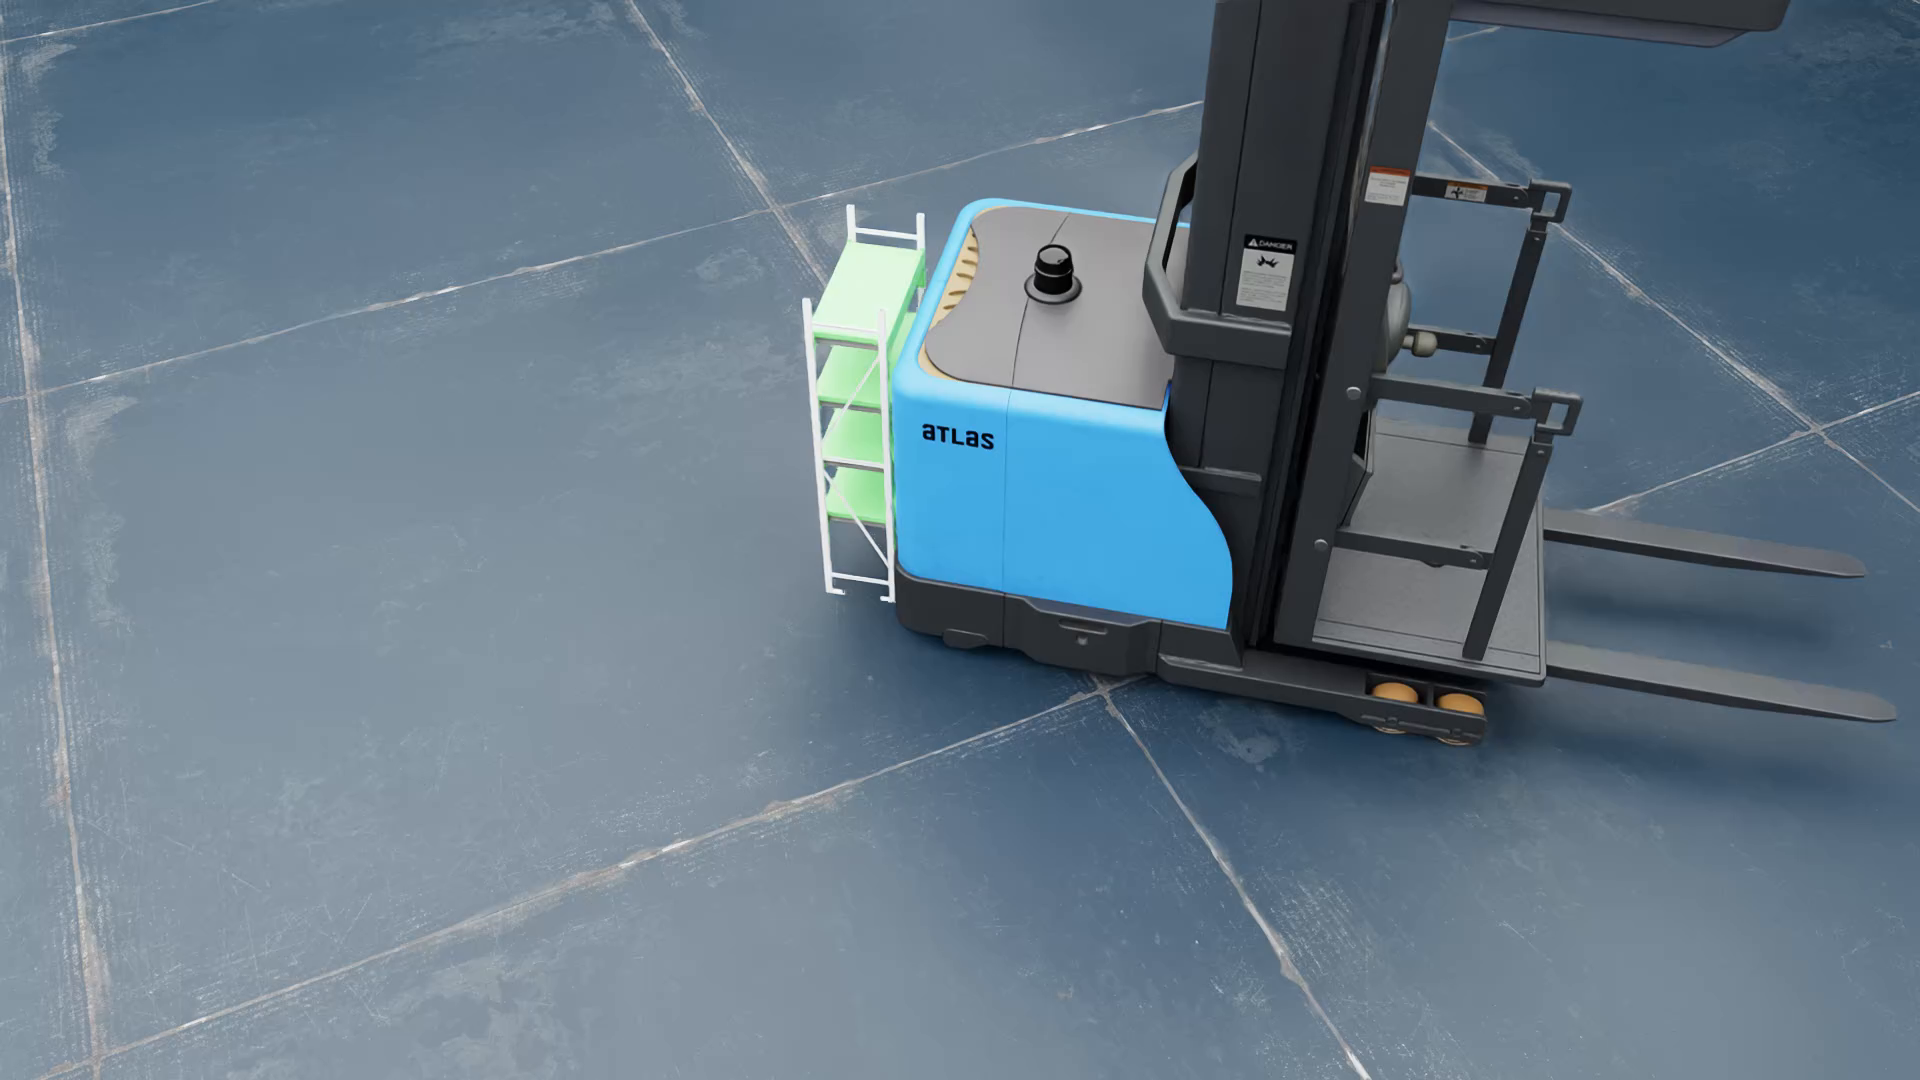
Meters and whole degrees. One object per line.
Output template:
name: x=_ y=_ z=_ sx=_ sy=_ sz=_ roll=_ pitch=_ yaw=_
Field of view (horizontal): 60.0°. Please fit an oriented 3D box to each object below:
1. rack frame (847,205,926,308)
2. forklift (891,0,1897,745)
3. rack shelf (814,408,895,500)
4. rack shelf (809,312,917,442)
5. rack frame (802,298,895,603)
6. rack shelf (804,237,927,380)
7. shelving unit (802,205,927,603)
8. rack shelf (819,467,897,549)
rack frame: x=-0.227 y=-0.575 z=5.478 sx=0.240 sy=1.200 sz=0.015 roll=9 pitch=45 yaw=9
forklift: x=1.363 y=-0.827 z=4.501 sx=3.031 sy=2.935 sz=1.130 roll=9 pitch=45 yaw=9
rack shelf: x=-0.278 y=-0.362 z=5.353 sx=0.258 sy=0.148 sz=0.480 roll=9 pitch=45 yaw=9
rack shelf: x=-0.278 y=-0.532 z=5.185 sx=0.258 sy=0.148 sz=0.480 roll=9 pitch=45 yaw=9
rack frame: x=-0.329 y=-0.240 z=5.139 sx=0.240 sy=1.200 sz=0.015 roll=9 pitch=45 yaw=9
rack shelf: x=-0.278 y=-0.703 z=5.016 sx=0.258 sy=0.148 sz=0.480 roll=9 pitch=45 yaw=9
shelving unit: x=-0.278 y=-0.407 z=5.308 sx=0.258 sy=1.200 sz=0.503 roll=9 pitch=45 yaw=9
rack shelf: x=-0.278 y=-0.191 z=5.522 sx=0.258 sy=0.148 sz=0.480 roll=9 pitch=45 yaw=9
